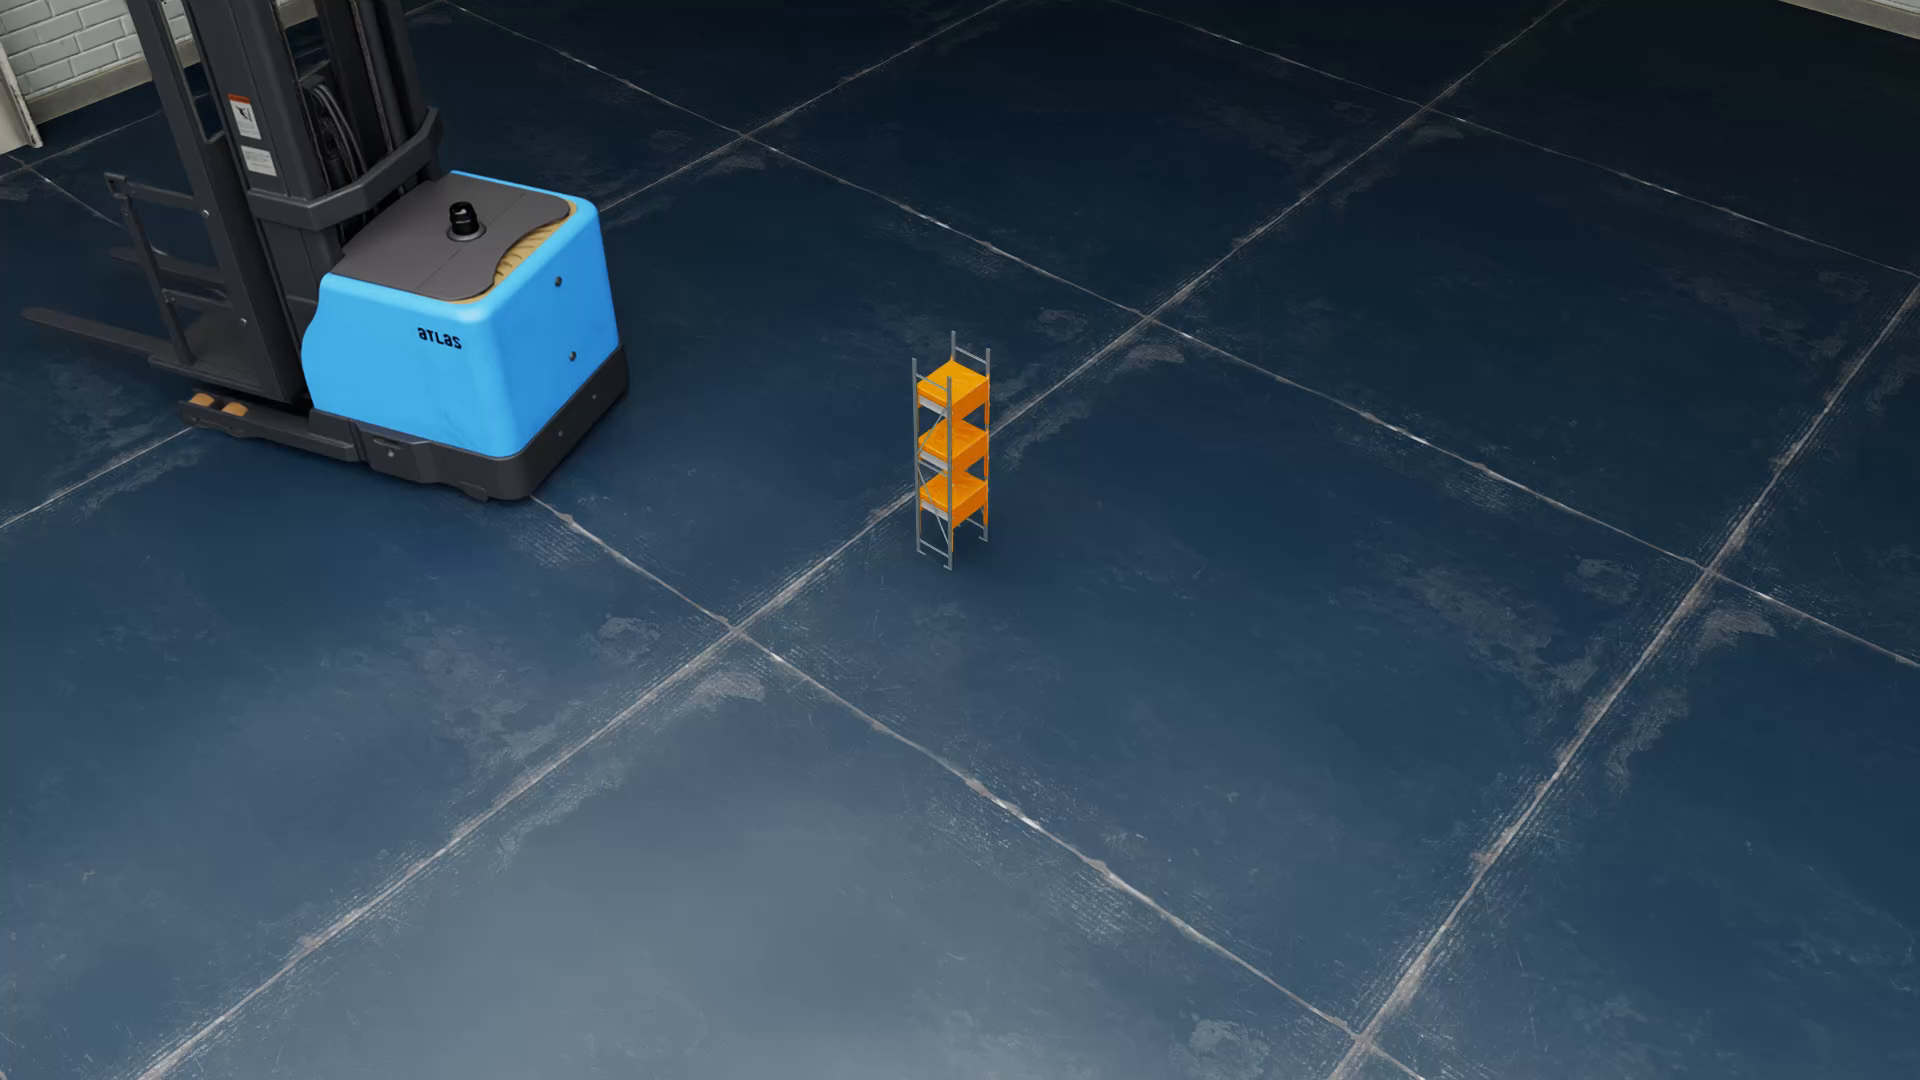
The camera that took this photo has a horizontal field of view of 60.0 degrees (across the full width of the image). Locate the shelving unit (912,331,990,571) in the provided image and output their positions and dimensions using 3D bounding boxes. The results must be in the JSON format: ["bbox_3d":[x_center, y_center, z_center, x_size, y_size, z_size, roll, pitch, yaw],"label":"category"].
[{"bbox_3d":[-0.034,-0.361,7.049,0.215,1.050,0.252,29,50,28],"label":"shelving unit"}]

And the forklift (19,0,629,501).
[{"bbox_3d":[-3.197,-1.890,7.333,3.031,2.935,1.130,15,44,16],"label":"forklift"}]

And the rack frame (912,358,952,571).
[{"bbox_3d":[-0.113,-0.298,6.980,0.200,1.050,0.008,29,50,28],"label":"rack frame"}]

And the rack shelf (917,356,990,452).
[{"bbox_3d":[-0.034,-0.563,6.865,0.215,0.259,0.240,29,50,28],"label":"rack shelf"}]

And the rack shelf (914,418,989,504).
[{"bbox_3d":[-0.034,-0.353,7.056,0.215,0.259,0.240,29,50,28],"label":"rack shelf"}]

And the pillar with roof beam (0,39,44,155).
[{"bbox_3d":[-2.490,-3.821,4.945,9.100,9.000,0.400,29,50,28],"label":"pillar with roof beam"}]

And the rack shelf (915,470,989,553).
[{"bbox_3d":[-0.034,-0.147,7.243,0.215,0.259,0.240,29,50,28],"label":"rack shelf"}]

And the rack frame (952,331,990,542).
[{"bbox_3d":[0.044,-0.424,7.118,0.200,1.050,0.008,29,50,28],"label":"rack frame"}]
